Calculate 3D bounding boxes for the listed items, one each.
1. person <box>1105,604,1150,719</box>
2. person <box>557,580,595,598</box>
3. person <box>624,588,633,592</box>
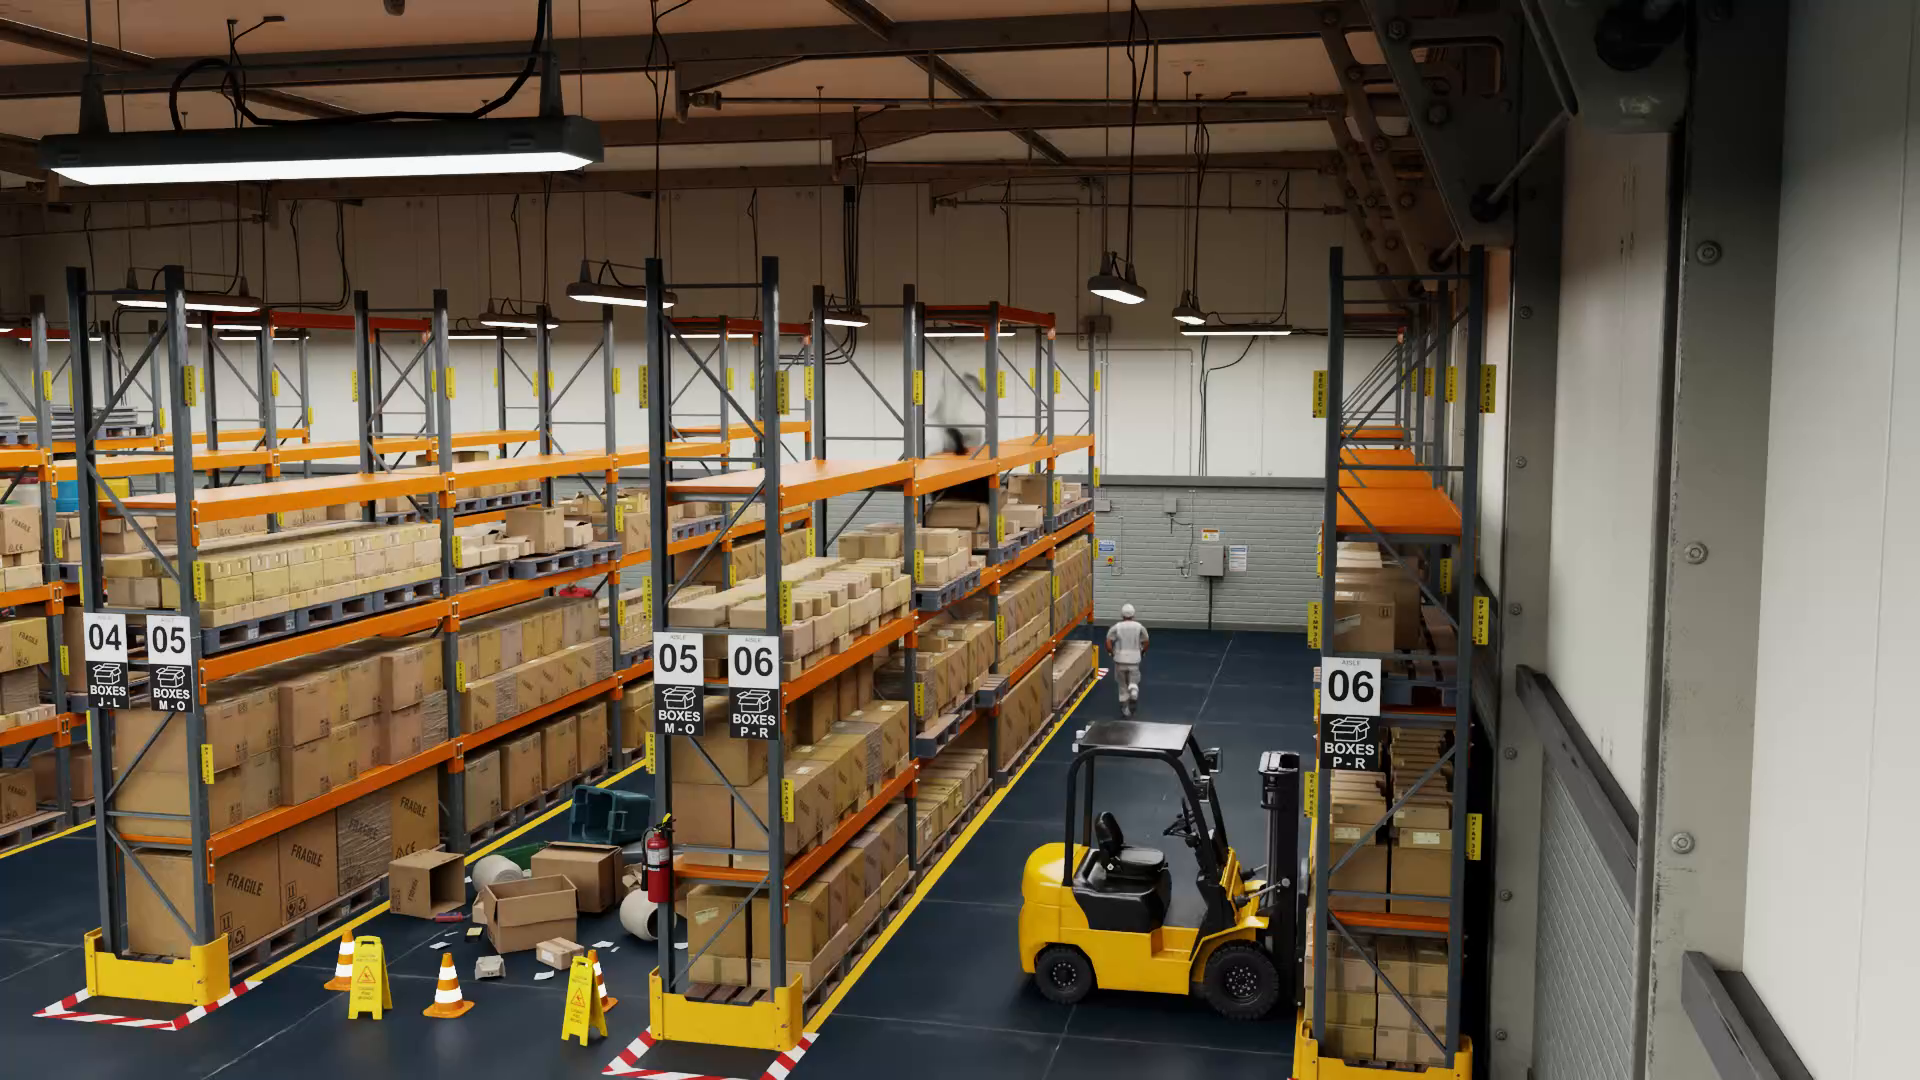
[{"bbox_3d":[2.472,1.811,24.627,0.655,1.750,0.718,0,6,3],"label":"person"},{"bbox_3d":[-6.584,1.463,28.391,0.635,1.784,0.744,1,6,9],"label":"person"},{"bbox_3d":[-5.326,1.586,27.122,0.592,1.620,0.801,2,6,17],"label":"person"}]
